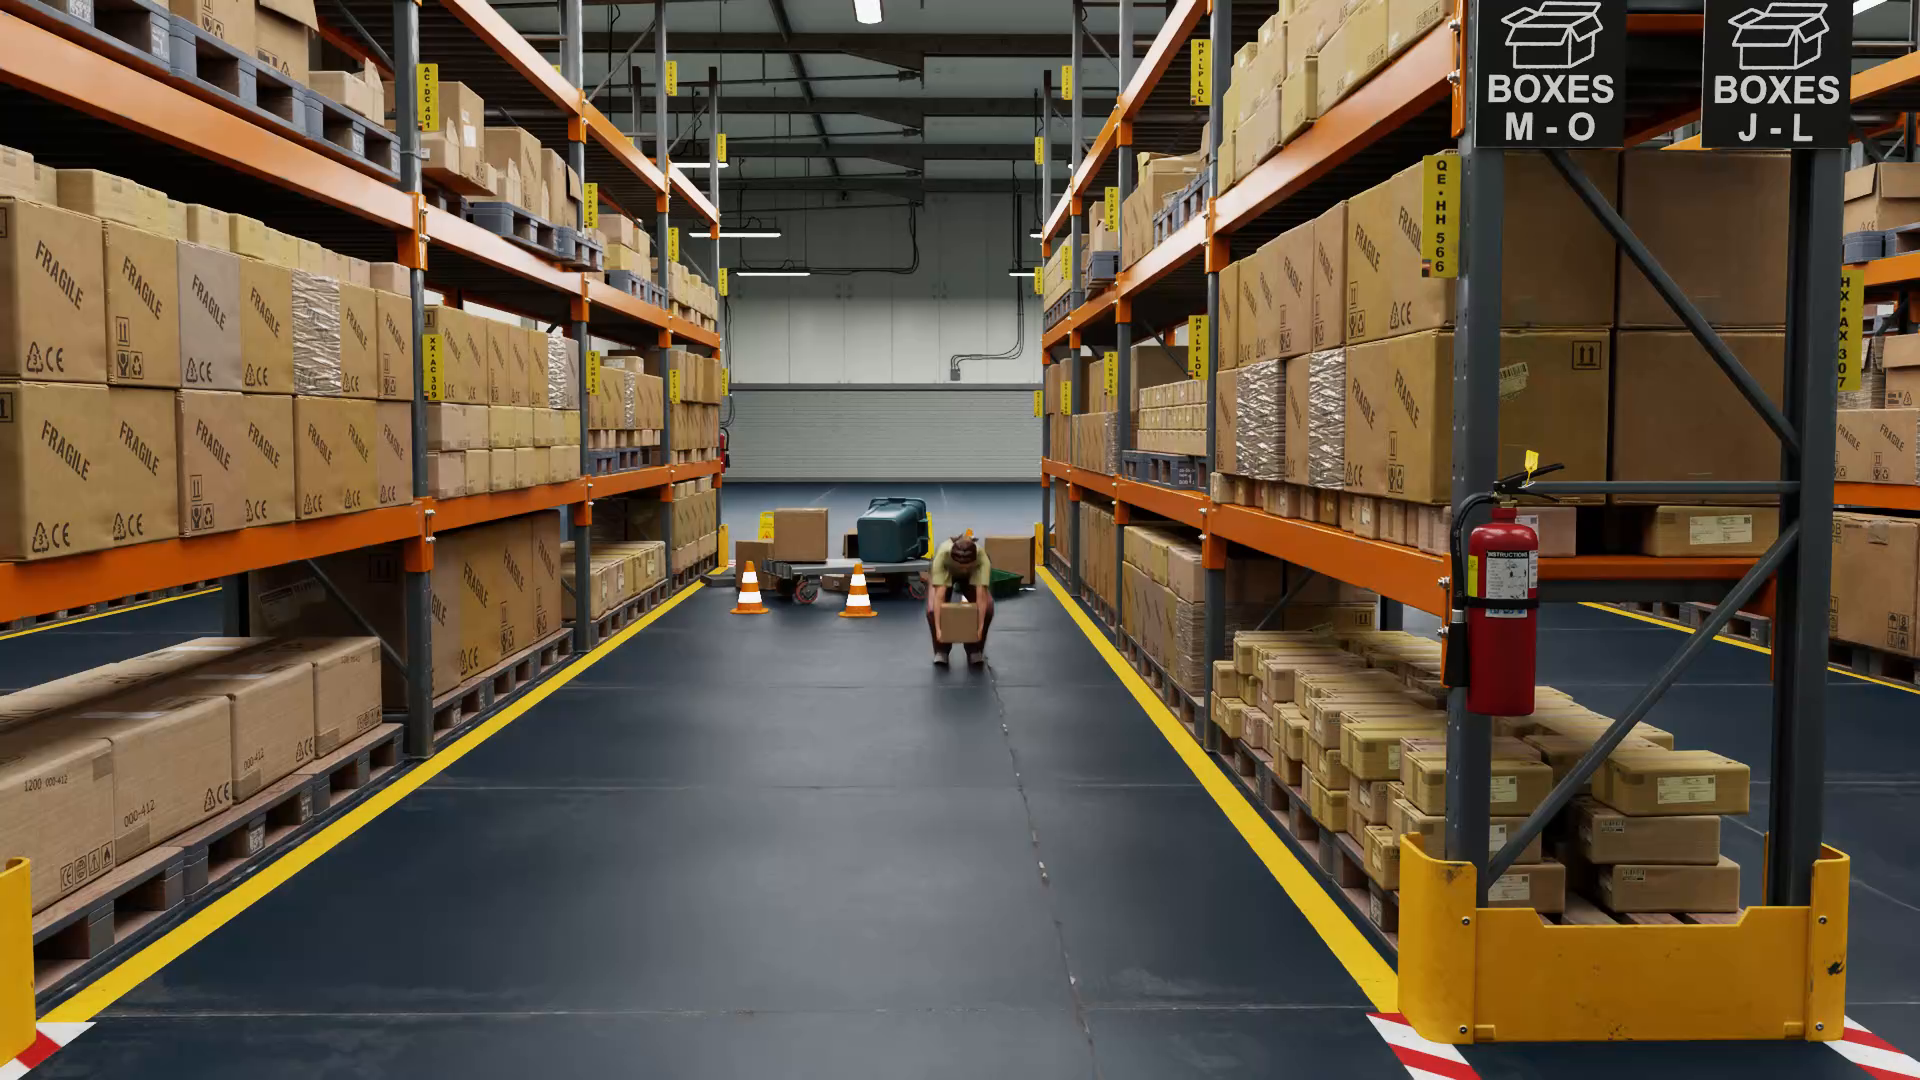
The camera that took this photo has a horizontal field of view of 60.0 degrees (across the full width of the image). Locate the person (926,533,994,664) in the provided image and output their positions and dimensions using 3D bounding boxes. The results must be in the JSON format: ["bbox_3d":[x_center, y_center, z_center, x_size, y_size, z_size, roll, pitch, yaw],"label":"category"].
[{"bbox_3d":[-0.001,0.410,11.733,0.476,0.954,0.862,0,4,-4],"label":"person"}]
